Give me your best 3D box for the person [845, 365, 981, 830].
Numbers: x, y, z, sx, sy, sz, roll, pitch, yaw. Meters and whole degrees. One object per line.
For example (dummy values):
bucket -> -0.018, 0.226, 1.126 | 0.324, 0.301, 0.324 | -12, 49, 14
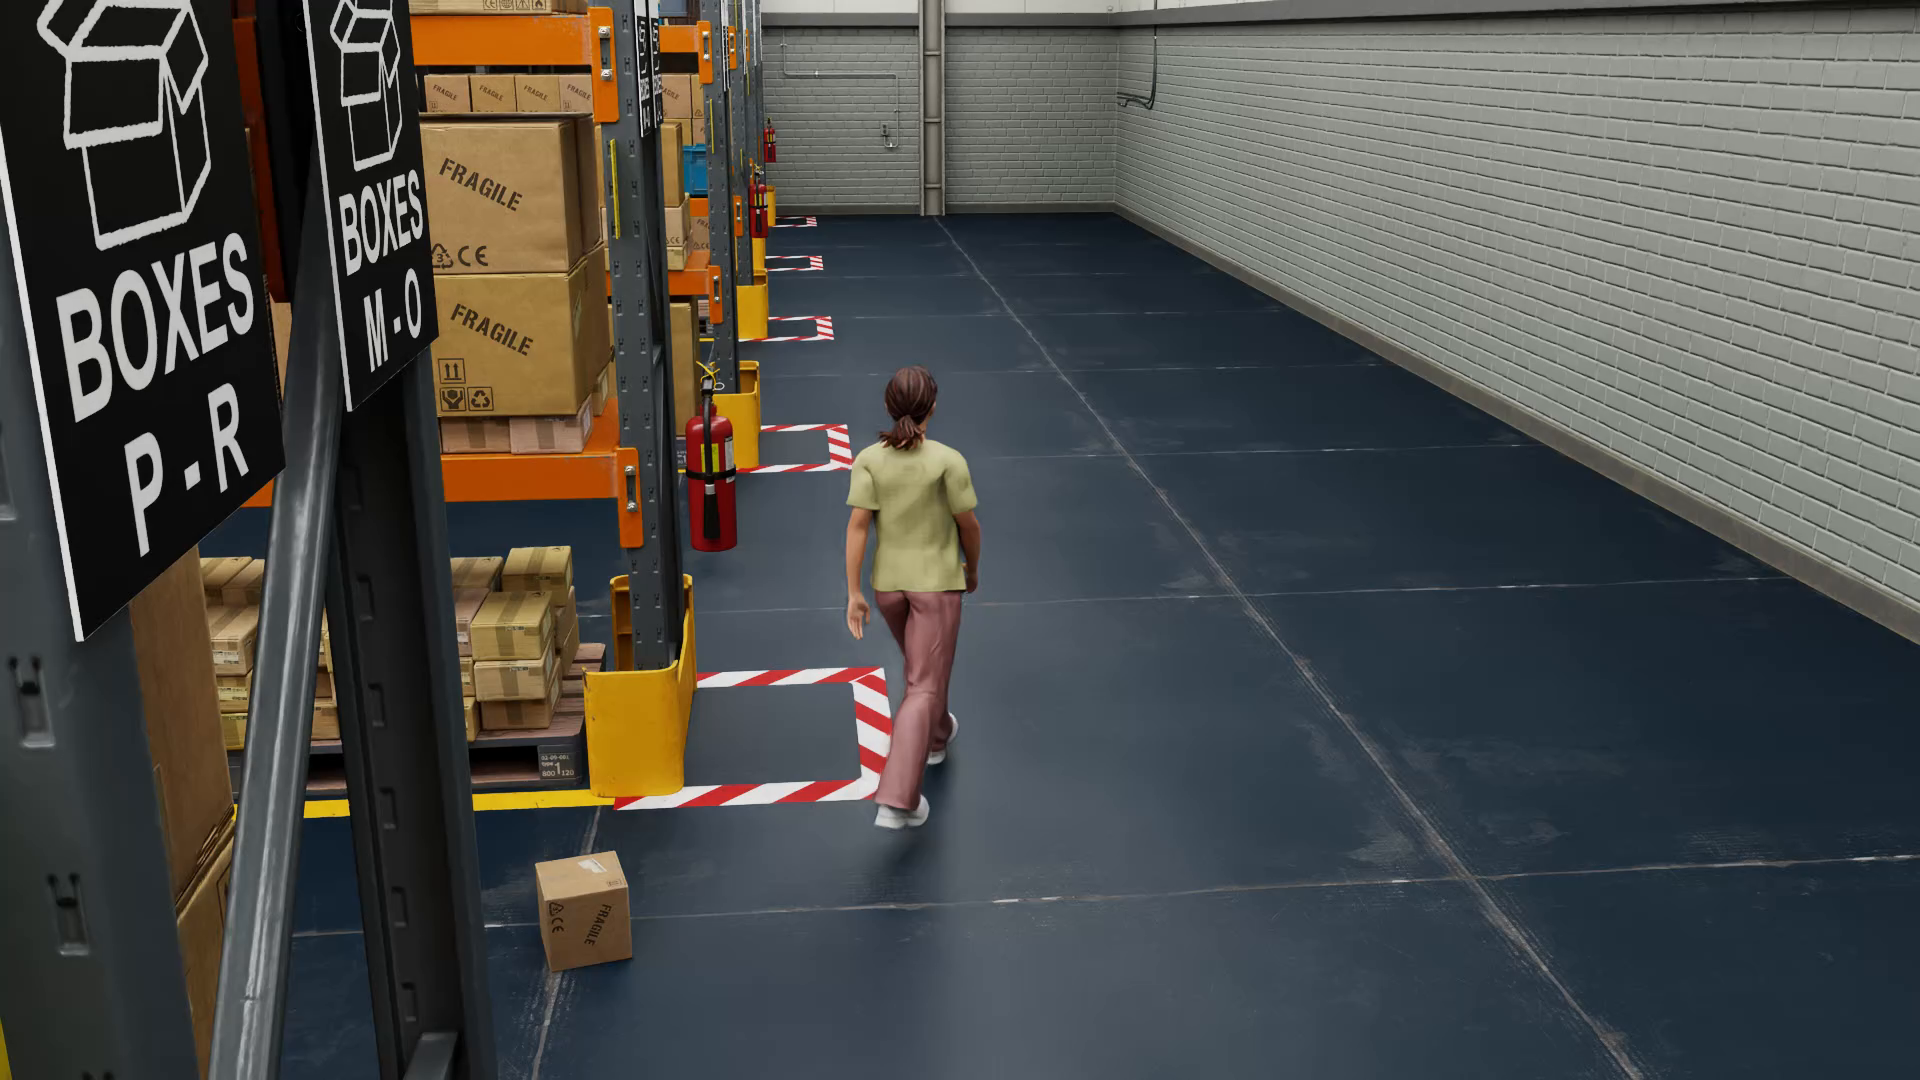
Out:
person -> -0.151, 0.169, 6.003 | 0.441, 1.616, 1.064 | 7, 18, 21
